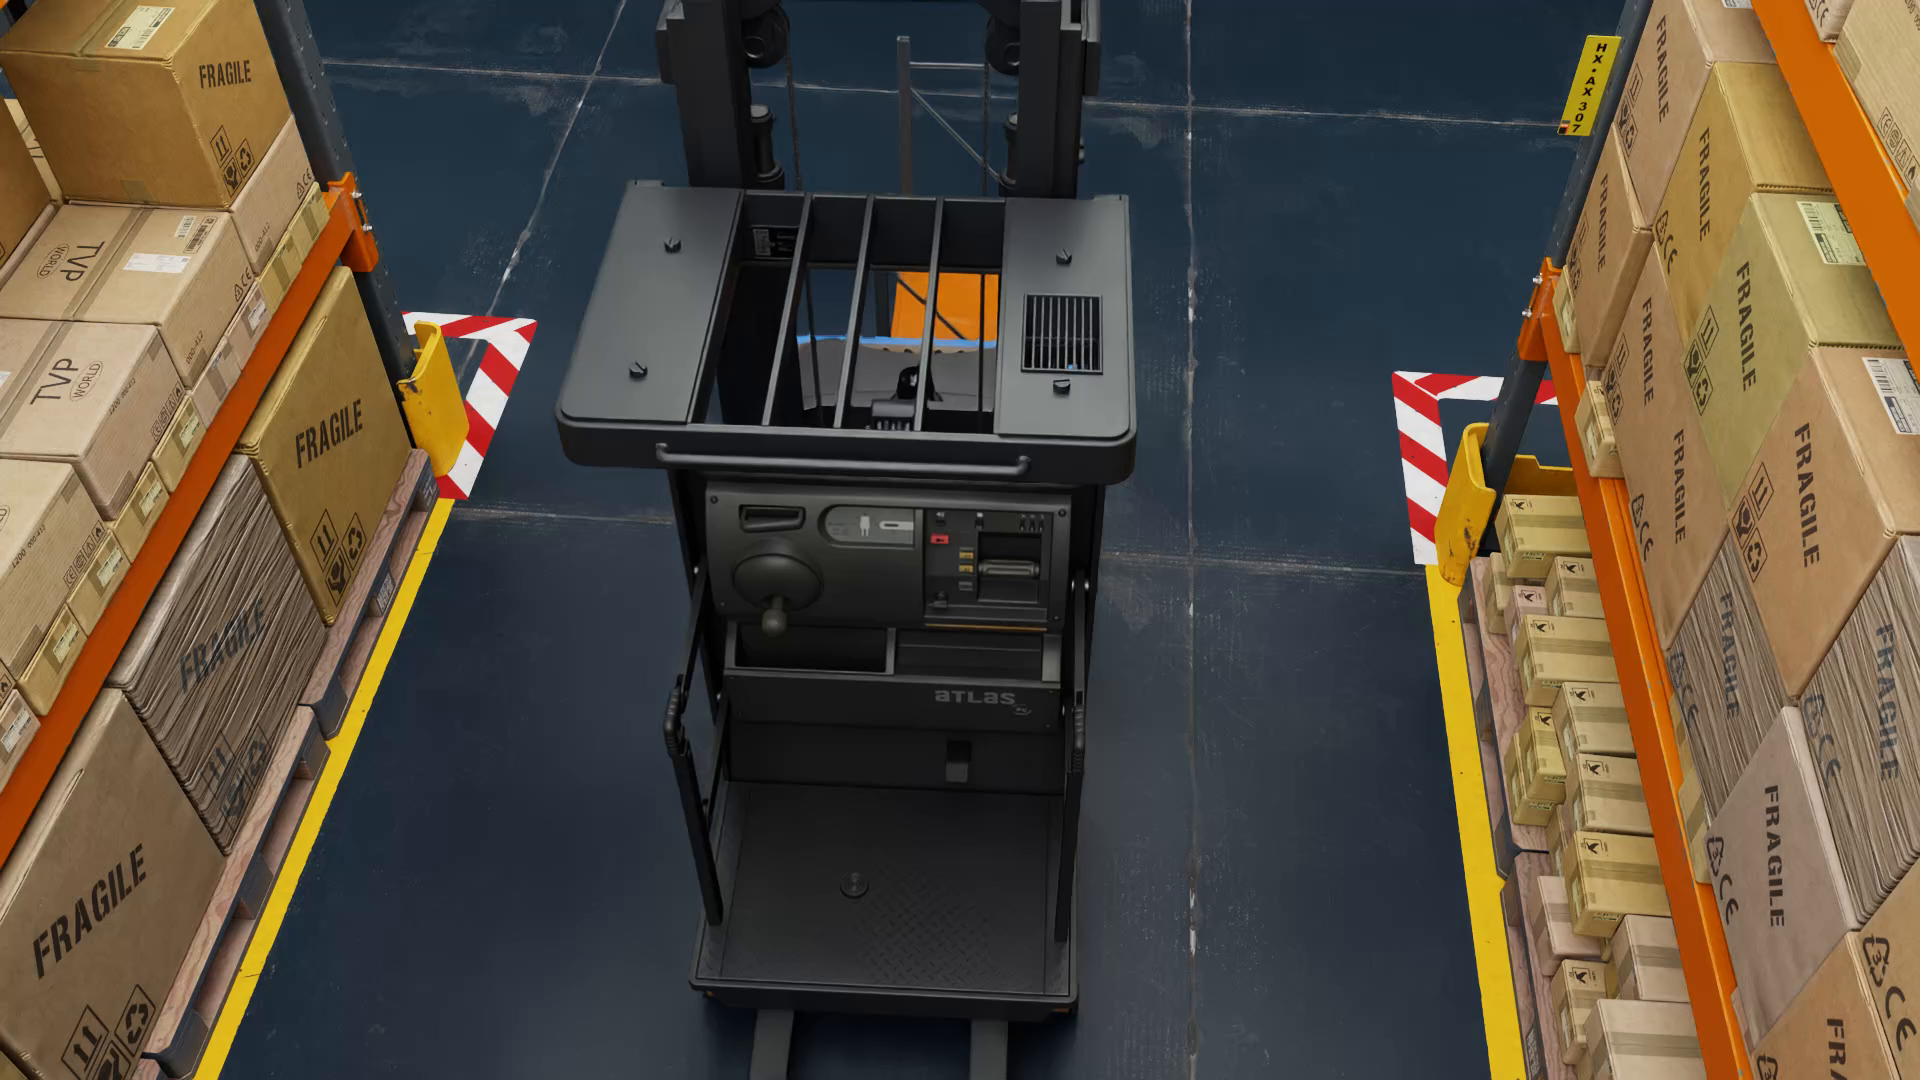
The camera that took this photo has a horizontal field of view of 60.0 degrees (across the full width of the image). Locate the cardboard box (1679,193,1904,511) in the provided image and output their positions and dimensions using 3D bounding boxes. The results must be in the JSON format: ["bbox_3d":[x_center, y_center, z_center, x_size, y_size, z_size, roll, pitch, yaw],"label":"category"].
[{"bbox_3d":[1.957,-0.397,3.633,0.500,0.500,0.500,3,48,3],"label":"cardboard box"}]

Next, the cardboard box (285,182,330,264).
[{"bbox_3d":[-2.263,-1.028,5.328,0.380,0.149,0.250,5,48,4],"label":"cardboard box"}]

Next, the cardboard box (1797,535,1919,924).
[{"bbox_3d":[1.883,0.360,2.941,0.500,0.500,0.500,5,48,5],"label":"cardboard box"}]

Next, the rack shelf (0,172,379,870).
[{"bbox_3d":[-2.741,0.315,4.416,1.077,0.370,4.000,4,48,4],"label":"rack shelf"}]

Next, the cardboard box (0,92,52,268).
[{"bbox_3d":[-2.917,-0.998,4.522,0.500,0.500,0.500,3,48,3],"label":"cardboard box"}]

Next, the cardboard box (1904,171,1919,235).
[{"bbox_3d":[1.932,-0.494,2.738,0.500,0.250,0.500,4,48,3],"label":"cardboard box"}]

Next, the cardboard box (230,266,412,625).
[{"bbox_3d":[-2.537,-0.346,5.689,0.875,0.875,0.875,4,48,4],"label":"cardboard box"}]

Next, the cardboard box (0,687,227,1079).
[{"bbox_3d":[-2.701,0.977,4.479,0.875,0.875,0.875,4,48,4],"label":"cardboard box"}]

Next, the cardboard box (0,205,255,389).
[{"bbox_3d":[-2.385,-0.700,4.758,0.500,0.250,0.500,3,48,3],"label":"cardboard box"}]

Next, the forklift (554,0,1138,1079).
[{"bbox_3d":[-0.193,0.160,4.117,1.130,2.935,3.031,2,48,2],"label":"forklift"}]

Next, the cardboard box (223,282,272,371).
[{"bbox_3d":[-2.309,-0.652,4.984,0.380,0.149,0.250,4,48,4],"label":"cardboard box"}]

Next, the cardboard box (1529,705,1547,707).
[{"bbox_3d":[2.047,0.575,5.338,0.380,0.149,0.250,4,48,4],"label":"cardboard box"}]

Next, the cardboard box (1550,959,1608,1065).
[{"bbox_3d":[1.877,1.332,4.646,0.380,0.149,0.250,4,48,4],"label":"cardboard box"}]

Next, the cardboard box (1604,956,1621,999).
[{"bbox_3d":[1.974,1.264,4.507,0.380,0.149,0.250,6,48,5],"label":"cardboard box"}]

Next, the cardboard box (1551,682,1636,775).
[{"bbox_3d":[1.989,0.568,4.942,0.380,0.149,0.250,2,48,2],"label":"cardboard box"}]

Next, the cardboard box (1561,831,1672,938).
[{"bbox_3d":[1.885,0.961,4.582,0.380,0.149,0.250,5,48,4],"label":"cardboard box"}]

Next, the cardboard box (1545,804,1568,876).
[{"bbox_3d":[1.986,0.950,4.996,0.380,0.149,0.250,4,48,4],"label":"cardboard box"}]

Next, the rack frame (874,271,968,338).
[{"bbox_3d":[-0.023,-0.492,5.684,0.500,1.500,0.032,2,48,2],"label":"rack frame"}]

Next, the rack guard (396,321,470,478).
[{"bbox_3d":[-2.556,-0.571,6.433,1.175,0.500,0.348,4,48,4],"label":"rack guard"}]

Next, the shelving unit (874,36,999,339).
[{"bbox_3d":[0.004,-0.873,6.032,0.587,1.500,1.083,2,48,2],"label":"shelving unit"}]

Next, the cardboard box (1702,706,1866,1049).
[{"bbox_3d":[1.865,0.695,3.313,0.500,0.500,0.500,4,48,3],"label":"cardboard box"}]

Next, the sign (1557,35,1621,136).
[{"bbox_3d":[1.831,-1.318,4.836,0.100,0.325,0.005,4,48,4],"label":"sign"}]

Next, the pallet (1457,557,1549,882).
[{"bbox_3d":[2.255,0.602,5.556,1.003,0.211,1.213,4,48,4],"label":"pallet"}]

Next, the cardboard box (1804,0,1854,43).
[{"bbox_3d":[2.024,-1.252,3.431,0.500,0.250,0.500,5,48,5],"label":"cardboard box"}]

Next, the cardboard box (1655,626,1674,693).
[{"bbox_3d":[1.969,0.272,4.138,0.380,0.149,0.250,3,48,3],"label":"cardboard box"}]

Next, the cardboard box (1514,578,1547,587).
[{"bbox_3d":[2.068,0.099,5.573,0.380,0.149,0.250,6,48,5],"label":"cardboard box"}]

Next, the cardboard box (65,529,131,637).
[{"bbox_3d":[-2.403,0.095,4.301,0.380,0.149,0.250,5,48,4],"label":"cardboard box"}]

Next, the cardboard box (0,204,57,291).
[{"bbox_3d":[-2.912,-0.730,4.785,0.500,0.250,0.500,3,48,3],"label":"cardboard box"}]

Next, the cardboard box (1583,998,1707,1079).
[{"bbox_3d":[1.826,1.327,4.247,0.380,0.149,0.250,2,48,2],"label":"cardboard box"}]

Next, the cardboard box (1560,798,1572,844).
[{"bbox_3d":[1.992,0.864,4.872,0.380,0.149,0.250,2,48,2],"label":"cardboard box"}]

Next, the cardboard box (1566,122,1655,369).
[{"bbox_3d":[2.055,-0.812,4.691,0.500,0.500,0.500,6,48,5],"label":"cardboard box"}]

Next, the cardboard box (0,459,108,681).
[{"bbox_3d":[-2.475,0.057,4.065,0.500,0.250,0.500,4,48,4],"label":"cardboard box"}]

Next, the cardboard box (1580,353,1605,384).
[{"bbox_3d":[2.034,-0.499,4.843,0.380,0.149,0.250,5,48,5],"label":"cardboard box"}]

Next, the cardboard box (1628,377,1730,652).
[{"bbox_3d":[1.975,-0.058,4.001,0.500,0.500,0.500,4,48,4],"label":"cardboard box"}]

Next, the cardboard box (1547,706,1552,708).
[{"bbox_3d":[2.053,0.482,5.222,0.380,0.149,0.250,4,48,4],"label":"cardboard box"}]

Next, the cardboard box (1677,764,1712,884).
[{"bbox_3d":[1.871,0.656,3.788,0.380,0.149,0.250,5,48,4],"label":"cardboard box"}]

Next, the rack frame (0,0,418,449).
[{"bbox_3d":[-2.559,-1.397,5.495,1.000,3.000,0.127,4,48,4],"label":"rack frame"}]

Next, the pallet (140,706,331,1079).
[{"bbox_3d":[-2.667,1.031,5.164,1.003,0.211,1.213,4,48,4],"label":"pallet"}]

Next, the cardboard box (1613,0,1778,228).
[{"bbox_3d":[2.066,-1.149,4.321,0.500,0.500,0.500,4,48,3],"label":"cardboard box"}]

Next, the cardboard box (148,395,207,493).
[{"bbox_3d":[-2.355,-0.278,4.642,0.380,0.149,0.250,3,48,3],"label":"cardboard box"}]

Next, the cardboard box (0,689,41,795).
[{"bbox_3d":[-2.447,0.480,3.949,0.380,0.149,0.250,4,48,4],"label":"cardboard box"}]

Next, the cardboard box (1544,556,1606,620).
[{"bbox_3d":[2.080,0.203,5.276,0.380,0.149,0.250,5,48,4],"label":"cardboard box"}]
